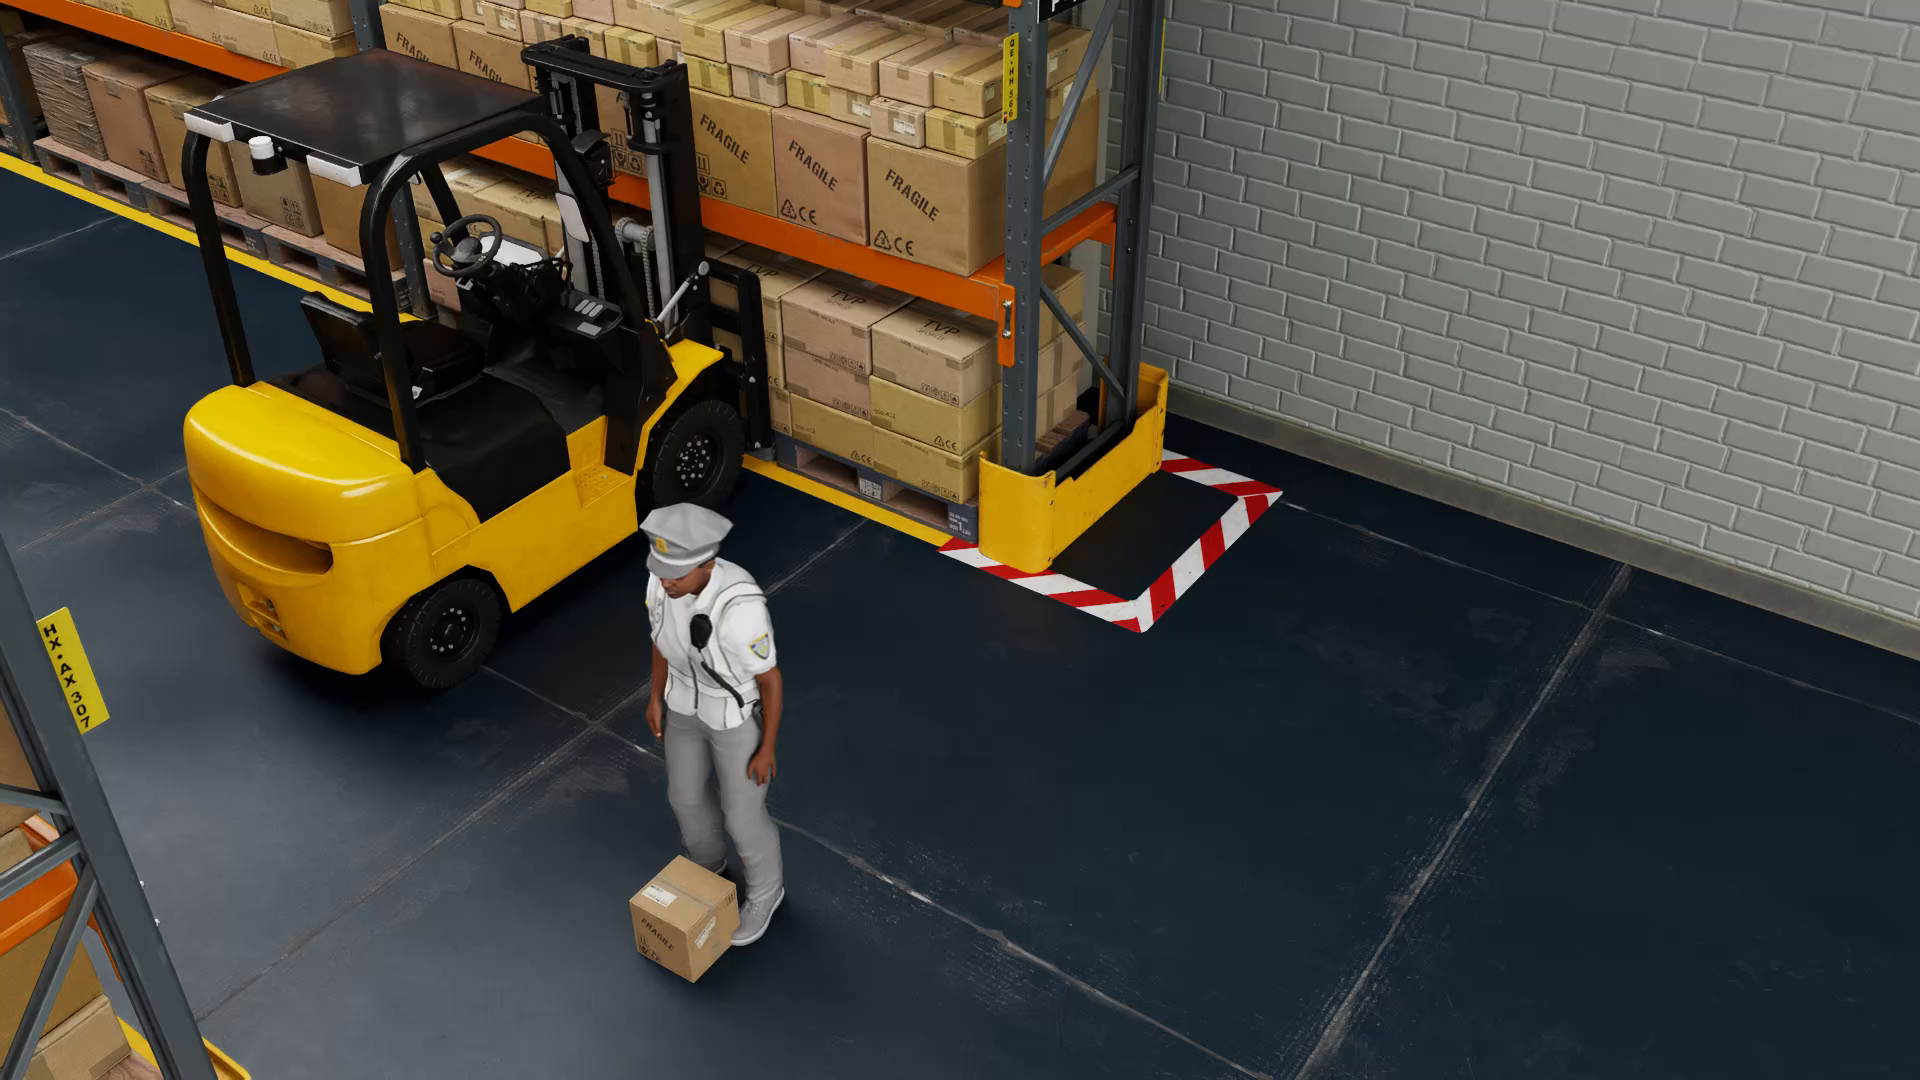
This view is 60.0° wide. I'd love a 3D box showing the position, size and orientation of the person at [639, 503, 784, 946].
[{"bbox_3d":[-0.788,0.575,5.316,0.525,1.661,0.396,20,40,27],"label":"person"}]
